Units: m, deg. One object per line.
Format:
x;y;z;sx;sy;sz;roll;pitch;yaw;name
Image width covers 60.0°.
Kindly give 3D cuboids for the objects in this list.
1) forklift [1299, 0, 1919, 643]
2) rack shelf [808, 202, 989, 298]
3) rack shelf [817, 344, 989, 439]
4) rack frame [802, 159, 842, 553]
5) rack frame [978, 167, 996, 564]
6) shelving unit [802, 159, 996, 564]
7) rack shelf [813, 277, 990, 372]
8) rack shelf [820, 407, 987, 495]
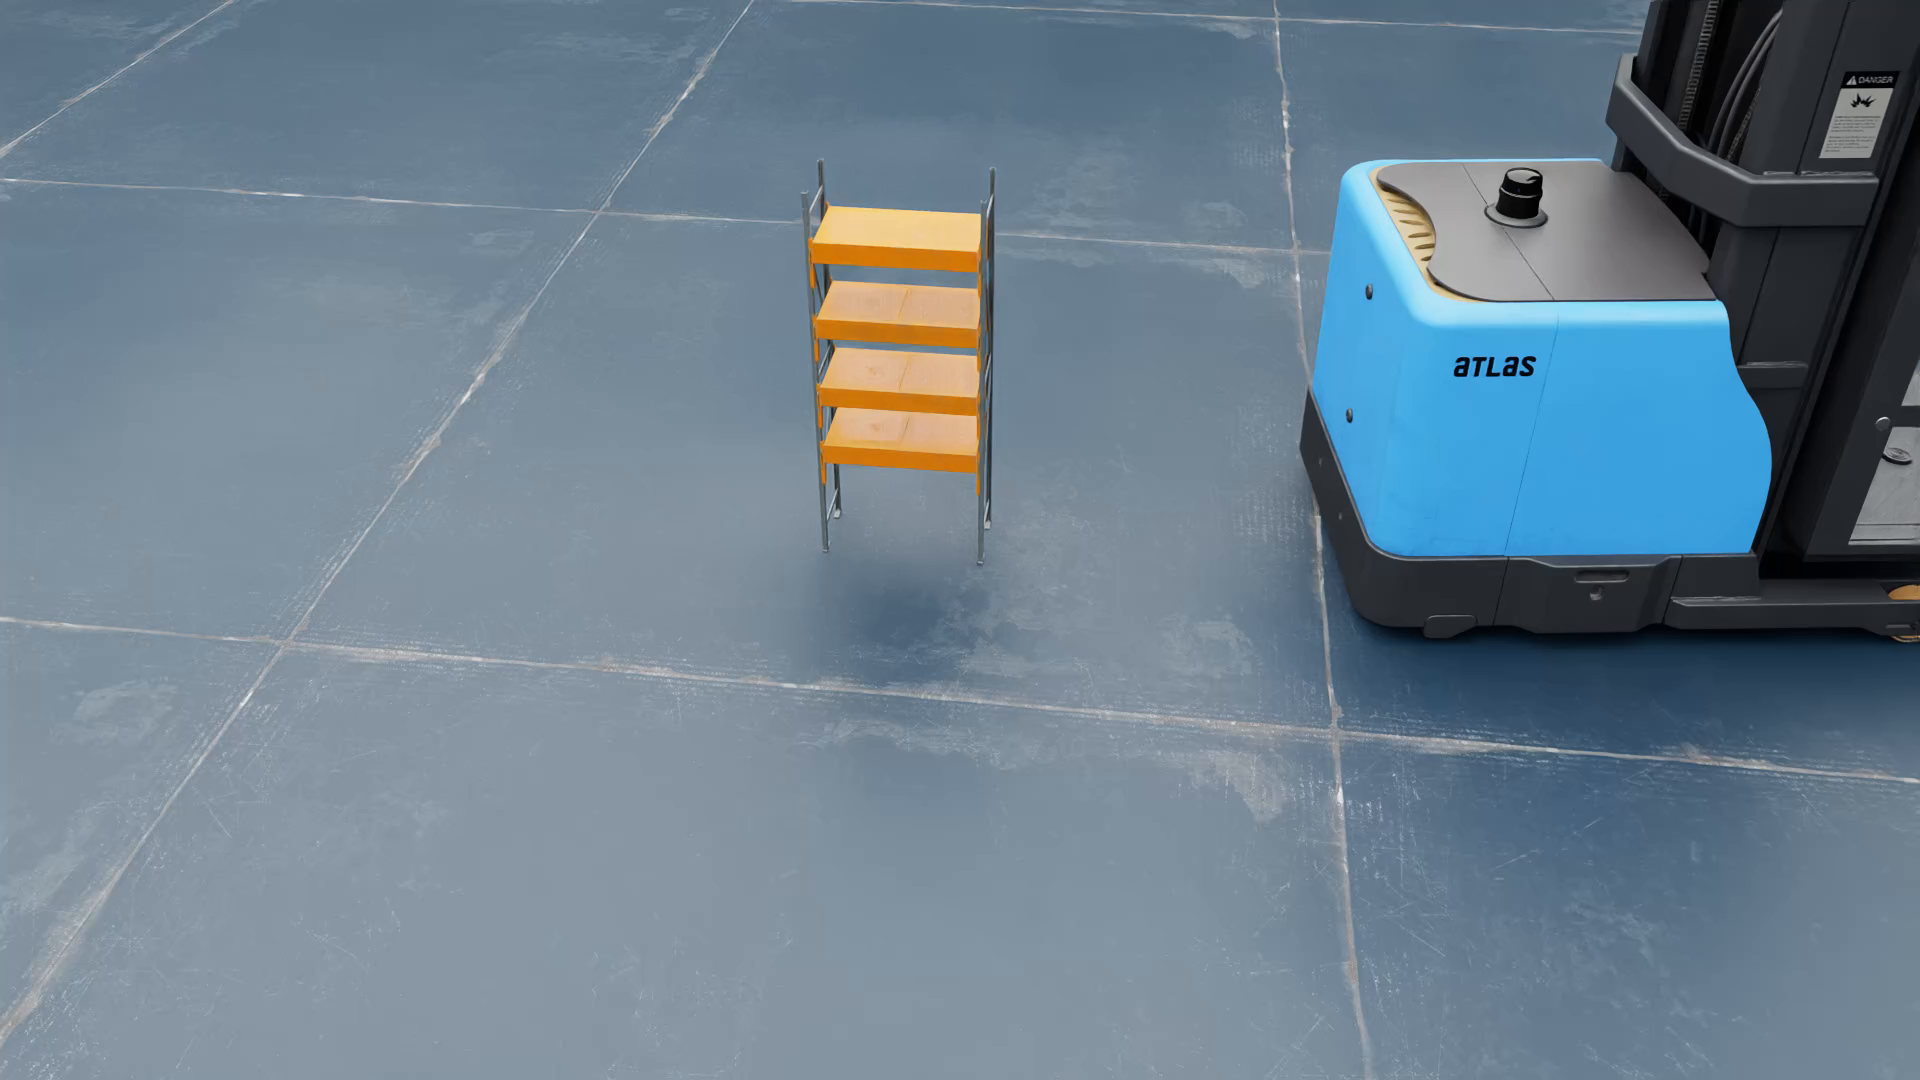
2.655;-1.205;4.416;3.031;2.935;1.130;-1;36;-1;forklift
-0.164;-0.820;4.690;0.480;0.148;0.258;4;36;6;rack shelf
-0.164;-0.446;4.958;0.480;0.148;0.258;4;36;6;rack shelf
-0.406;-0.519;4.944;0.015;1.200;0.240;4;36;6;rack frame
0.078;-0.483;4.893;0.015;1.200;0.240;4;36;6;rack frame
-0.164;-0.501;4.919;0.503;1.200;0.258;4;36;6;shelving unit
-0.164;-0.628;4.828;0.480;0.148;0.258;4;36;6;rack shelf
-0.164;-0.284;5.073;0.480;0.148;0.258;4;36;6;rack shelf
